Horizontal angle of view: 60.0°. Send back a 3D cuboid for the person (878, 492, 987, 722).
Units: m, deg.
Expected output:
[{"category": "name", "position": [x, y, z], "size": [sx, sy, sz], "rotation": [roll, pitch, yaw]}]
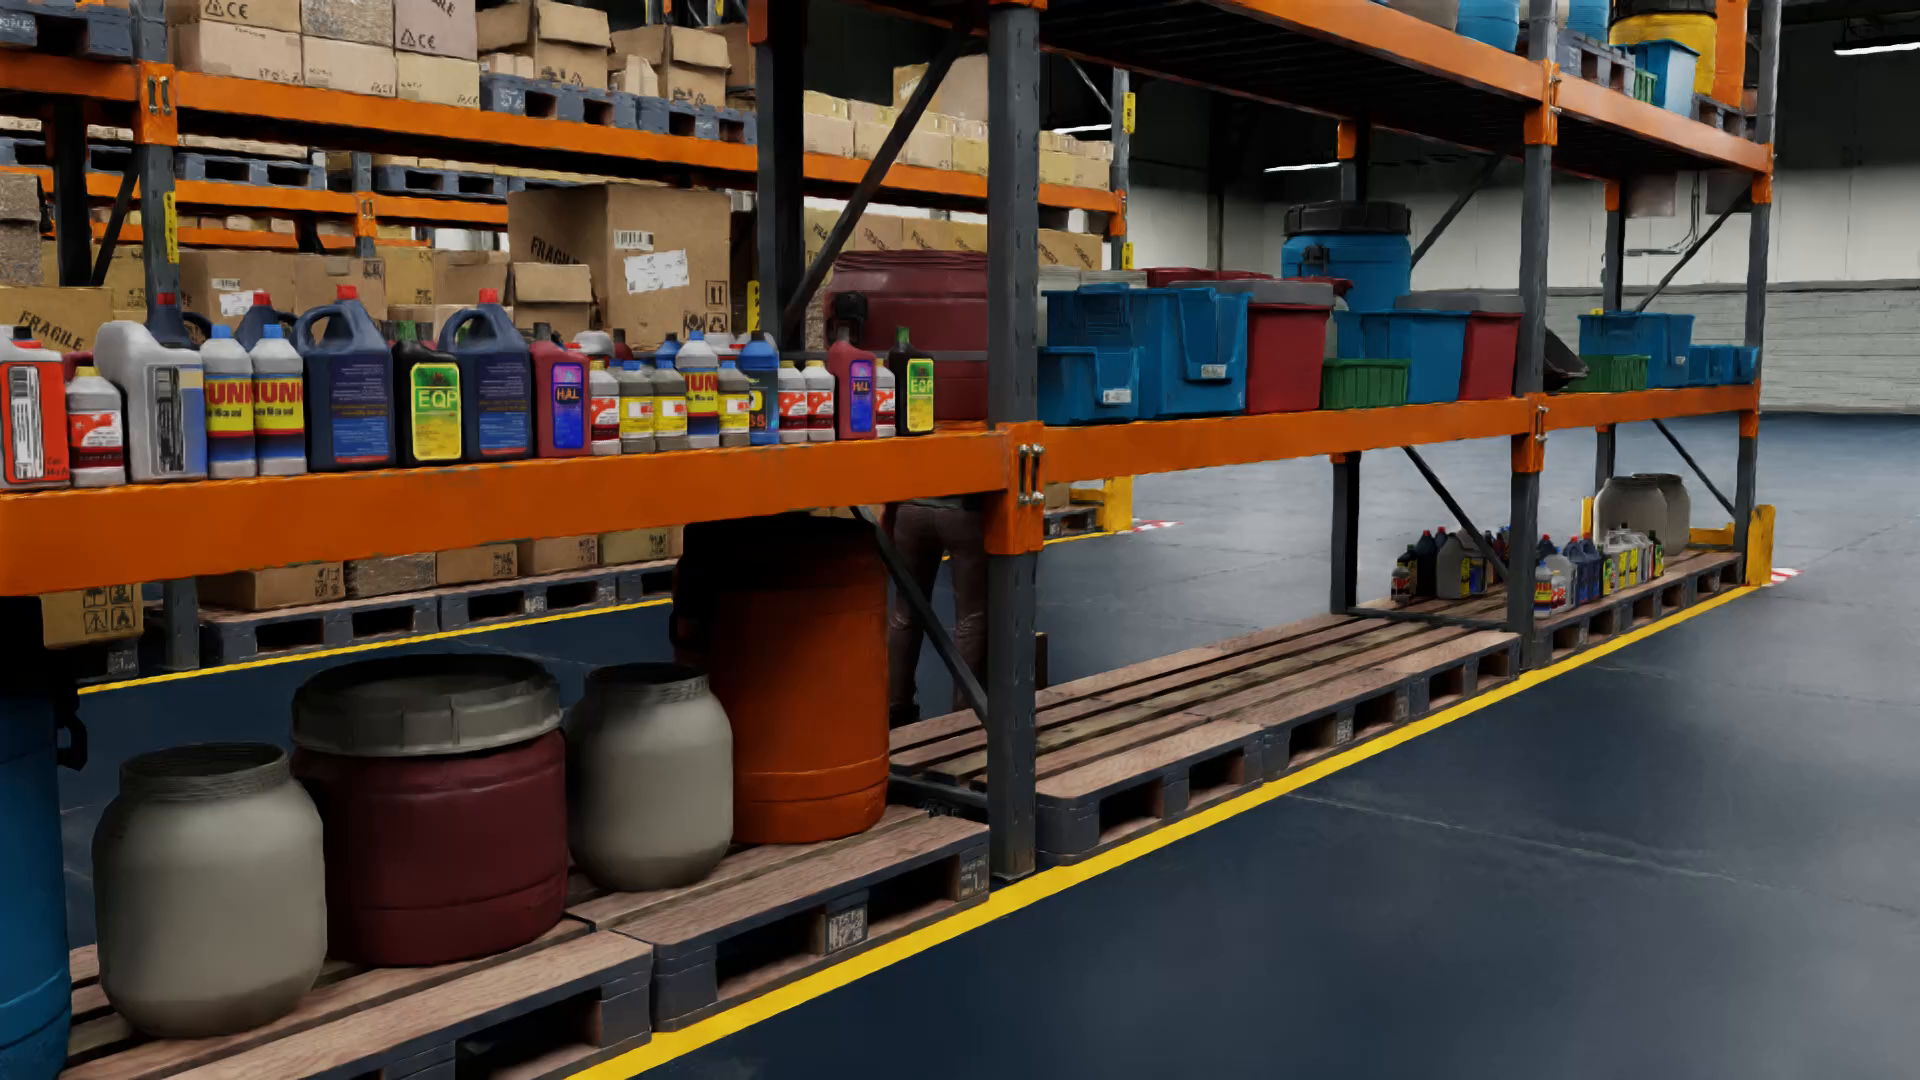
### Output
[{"category": "person", "position": [-0.041, -0.092, 6.489], "size": [0.655, 1.715, 0.533], "rotation": [3, 7, 21]}]
